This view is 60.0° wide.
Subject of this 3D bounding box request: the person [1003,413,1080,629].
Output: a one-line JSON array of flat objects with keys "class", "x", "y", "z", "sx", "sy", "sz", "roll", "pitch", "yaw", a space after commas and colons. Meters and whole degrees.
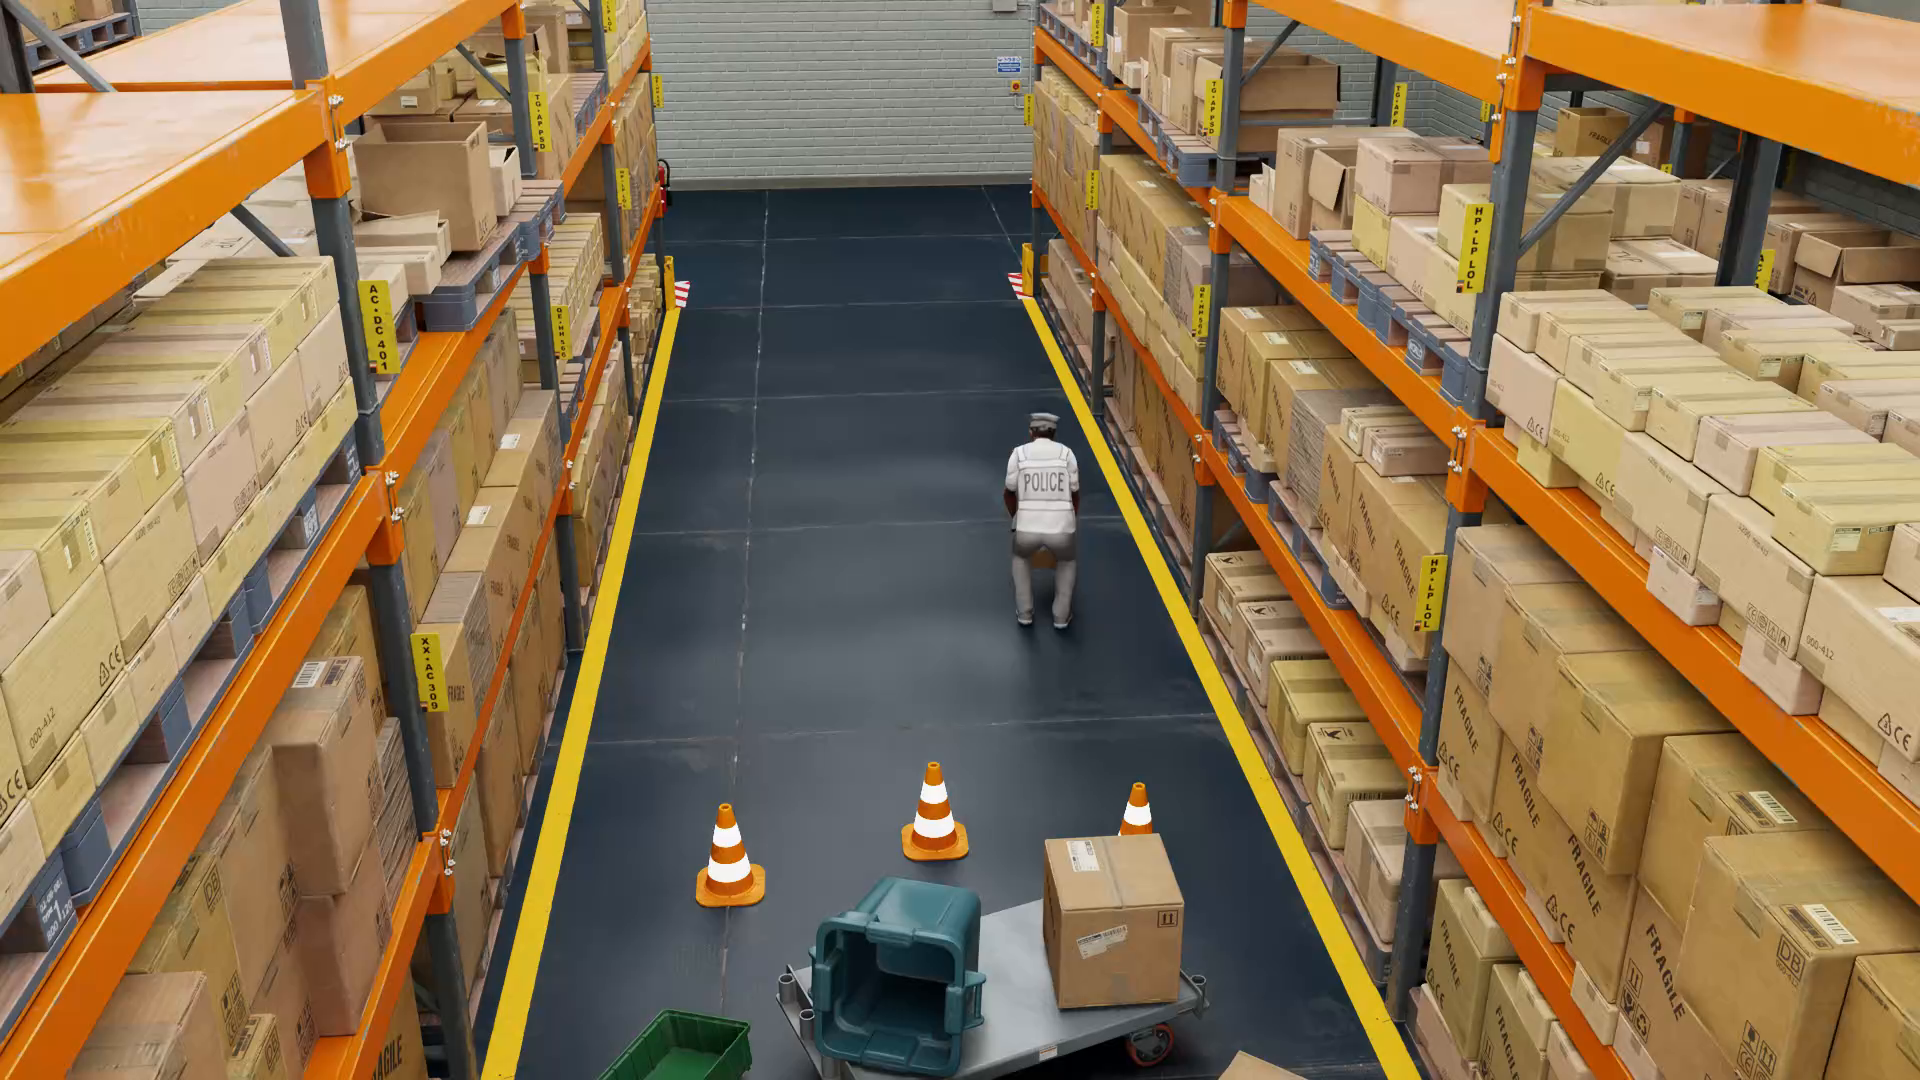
[{"class": "person", "x": 0.520, "y": -0.118, "z": 10.754, "sx": 0.496, "sy": 1.360, "sz": 0.724, "roll": 3, "pitch": 24, "yaw": 6}]
